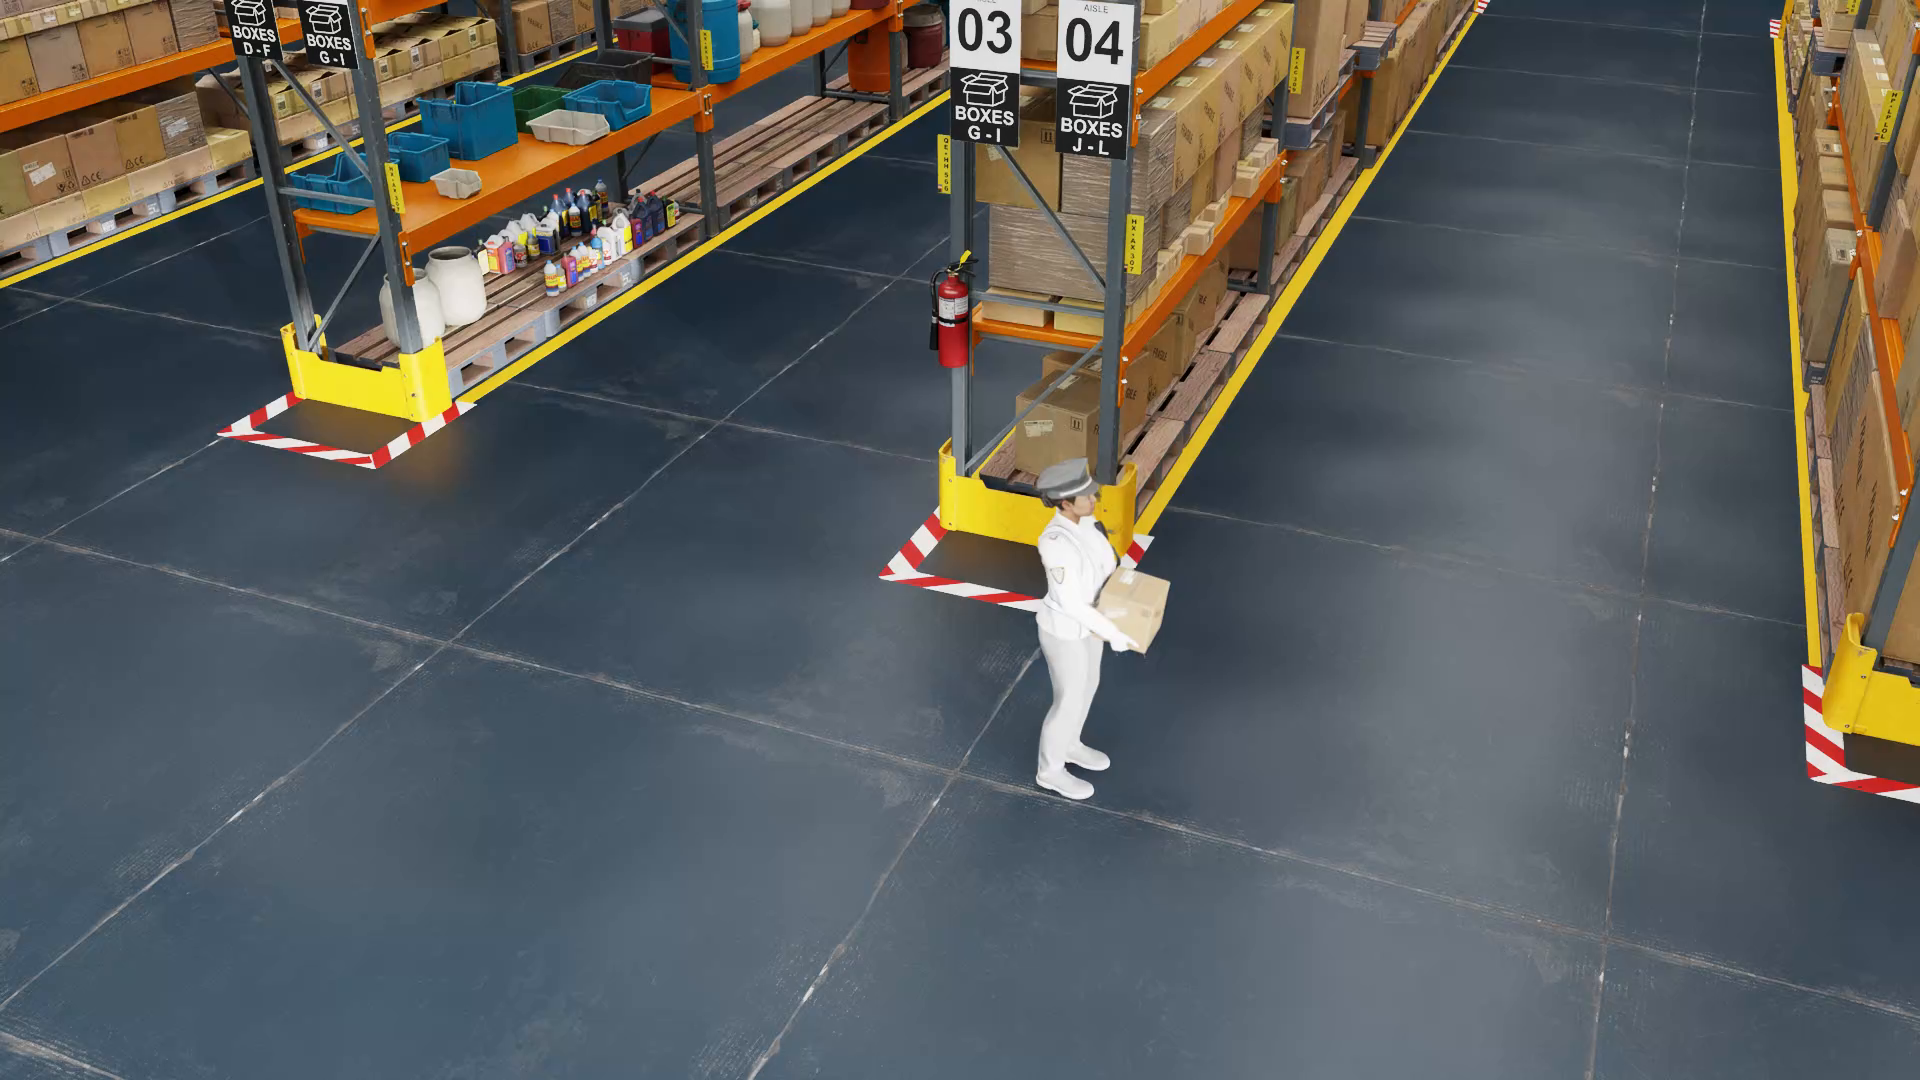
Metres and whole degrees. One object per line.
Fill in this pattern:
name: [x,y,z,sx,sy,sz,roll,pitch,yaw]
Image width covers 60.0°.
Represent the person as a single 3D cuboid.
person: [0.596,0.416,7.643,0.547,1.689,0.459,12,32,20]
